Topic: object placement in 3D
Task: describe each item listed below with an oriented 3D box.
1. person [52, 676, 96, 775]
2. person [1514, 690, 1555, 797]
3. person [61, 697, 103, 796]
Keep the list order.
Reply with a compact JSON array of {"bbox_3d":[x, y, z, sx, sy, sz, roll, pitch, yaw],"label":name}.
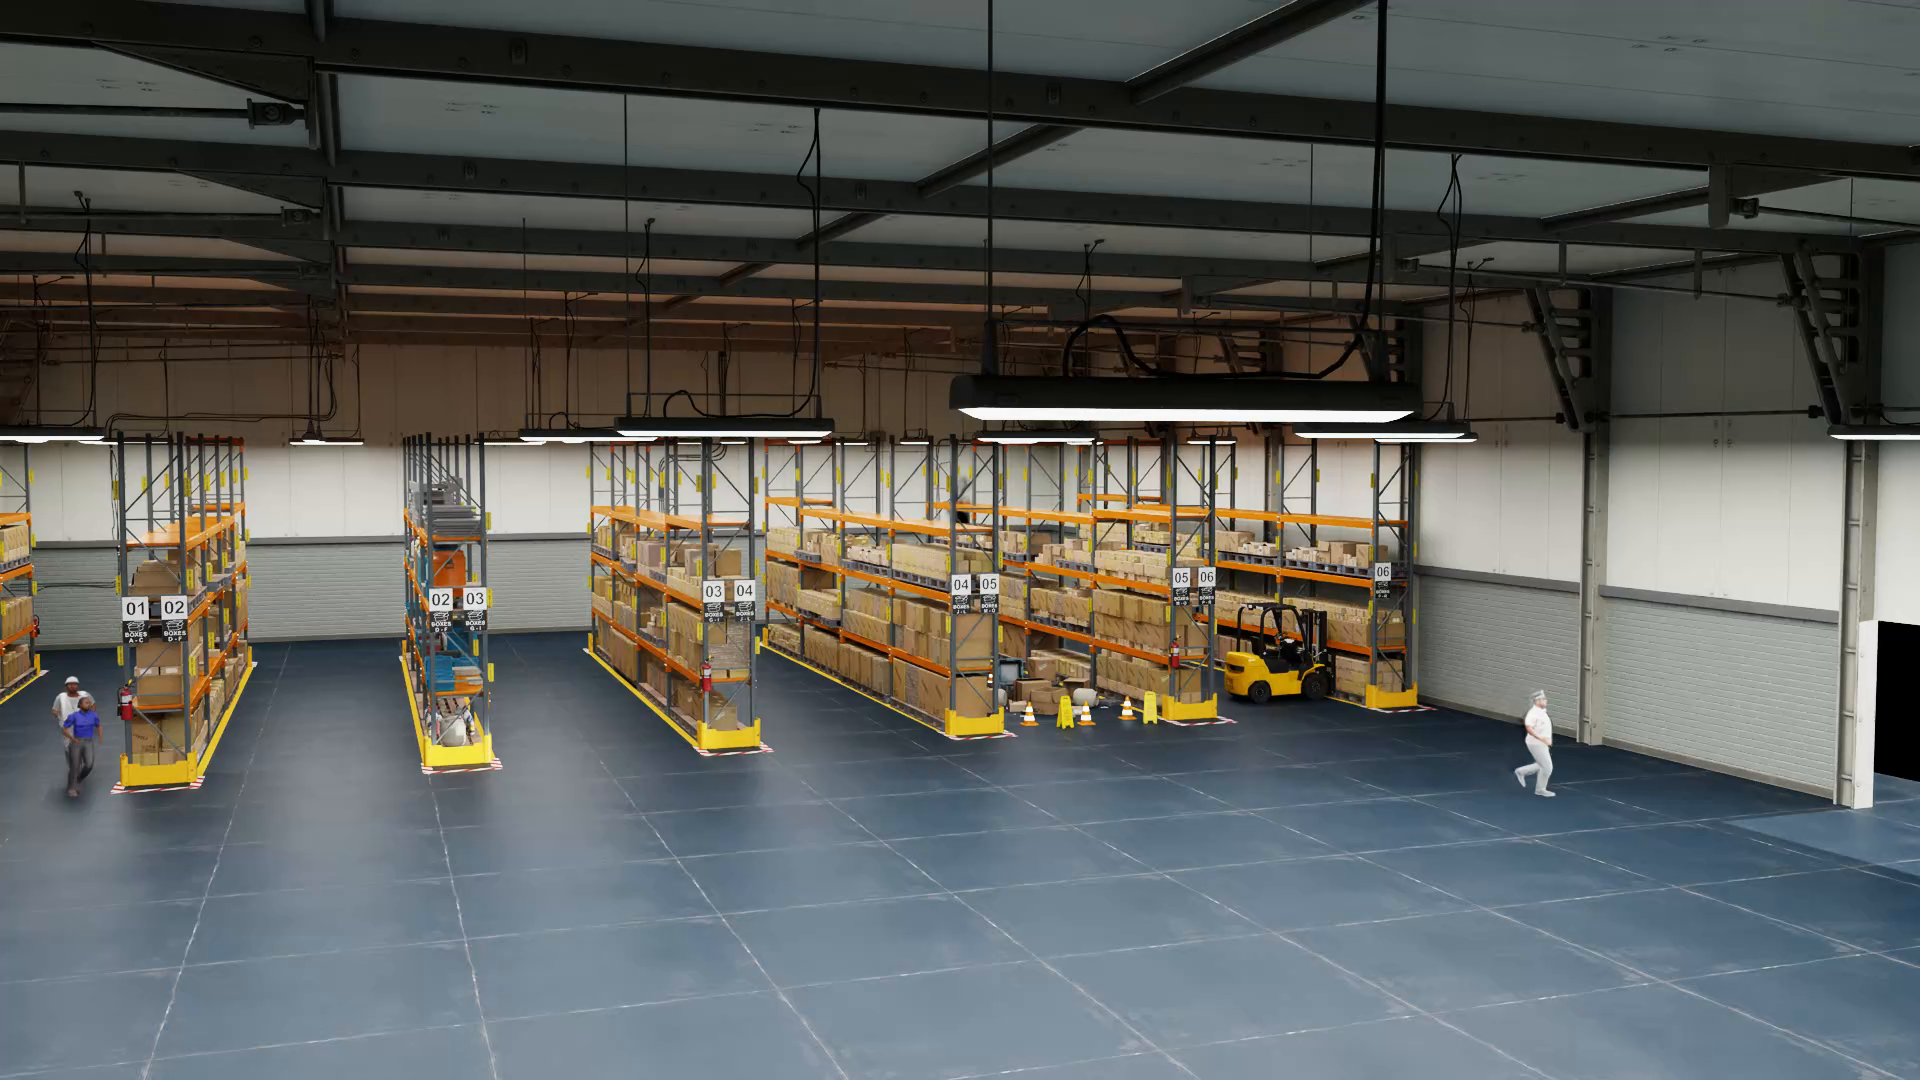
[{"bbox_3d":[-15.311,3.244,28.736,0.668,1.757,0.620,-1,3,-25],"label":"person"},{"bbox_3d":[9.479,3.330,27.381,0.653,1.739,0.686,2,4,30],"label":"person"},{"bbox_3d":[-14.447,3.397,27.437,0.507,1.614,0.647,3,4,44],"label":"person"}]
